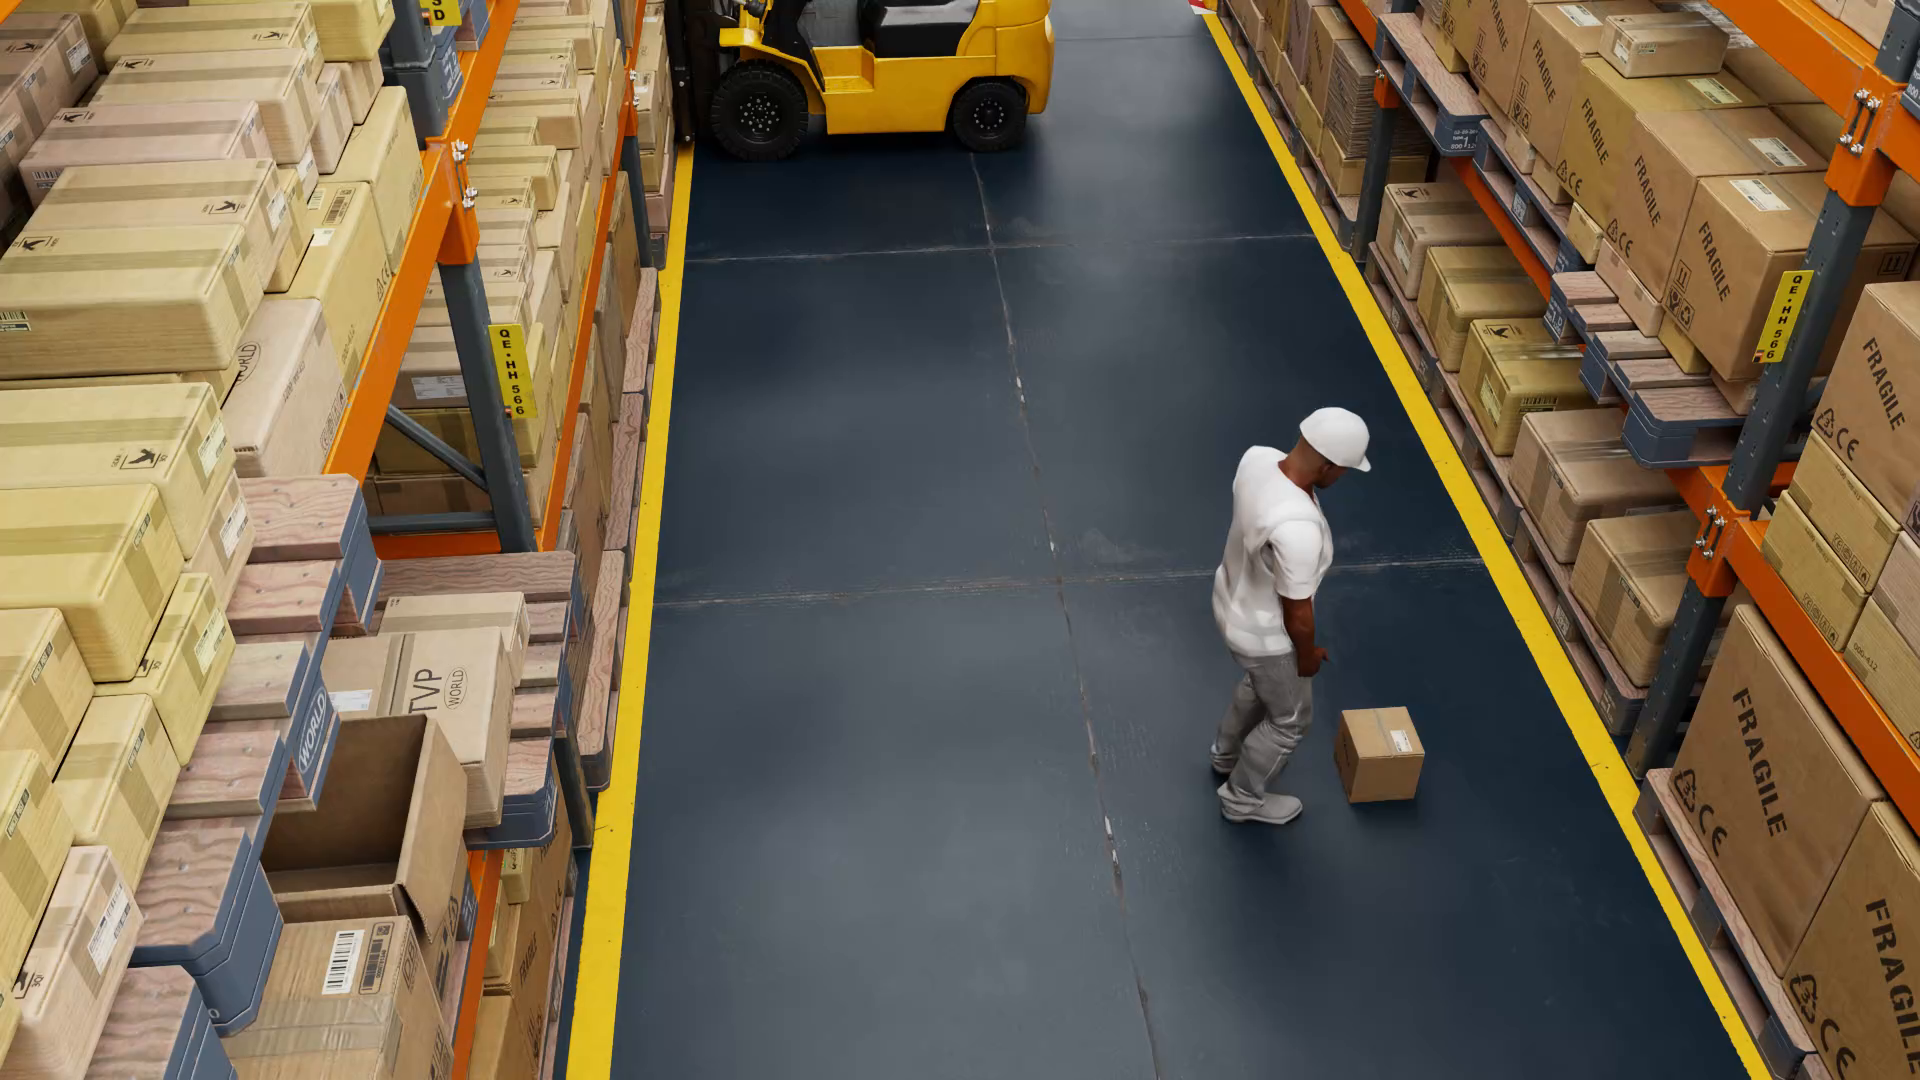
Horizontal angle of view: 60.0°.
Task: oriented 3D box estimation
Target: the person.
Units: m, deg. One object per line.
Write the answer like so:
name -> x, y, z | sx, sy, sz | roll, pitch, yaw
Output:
person -> 1.121, 0.260, 5.854 | 0.453, 1.718, 0.591 | -2, 39, -3
